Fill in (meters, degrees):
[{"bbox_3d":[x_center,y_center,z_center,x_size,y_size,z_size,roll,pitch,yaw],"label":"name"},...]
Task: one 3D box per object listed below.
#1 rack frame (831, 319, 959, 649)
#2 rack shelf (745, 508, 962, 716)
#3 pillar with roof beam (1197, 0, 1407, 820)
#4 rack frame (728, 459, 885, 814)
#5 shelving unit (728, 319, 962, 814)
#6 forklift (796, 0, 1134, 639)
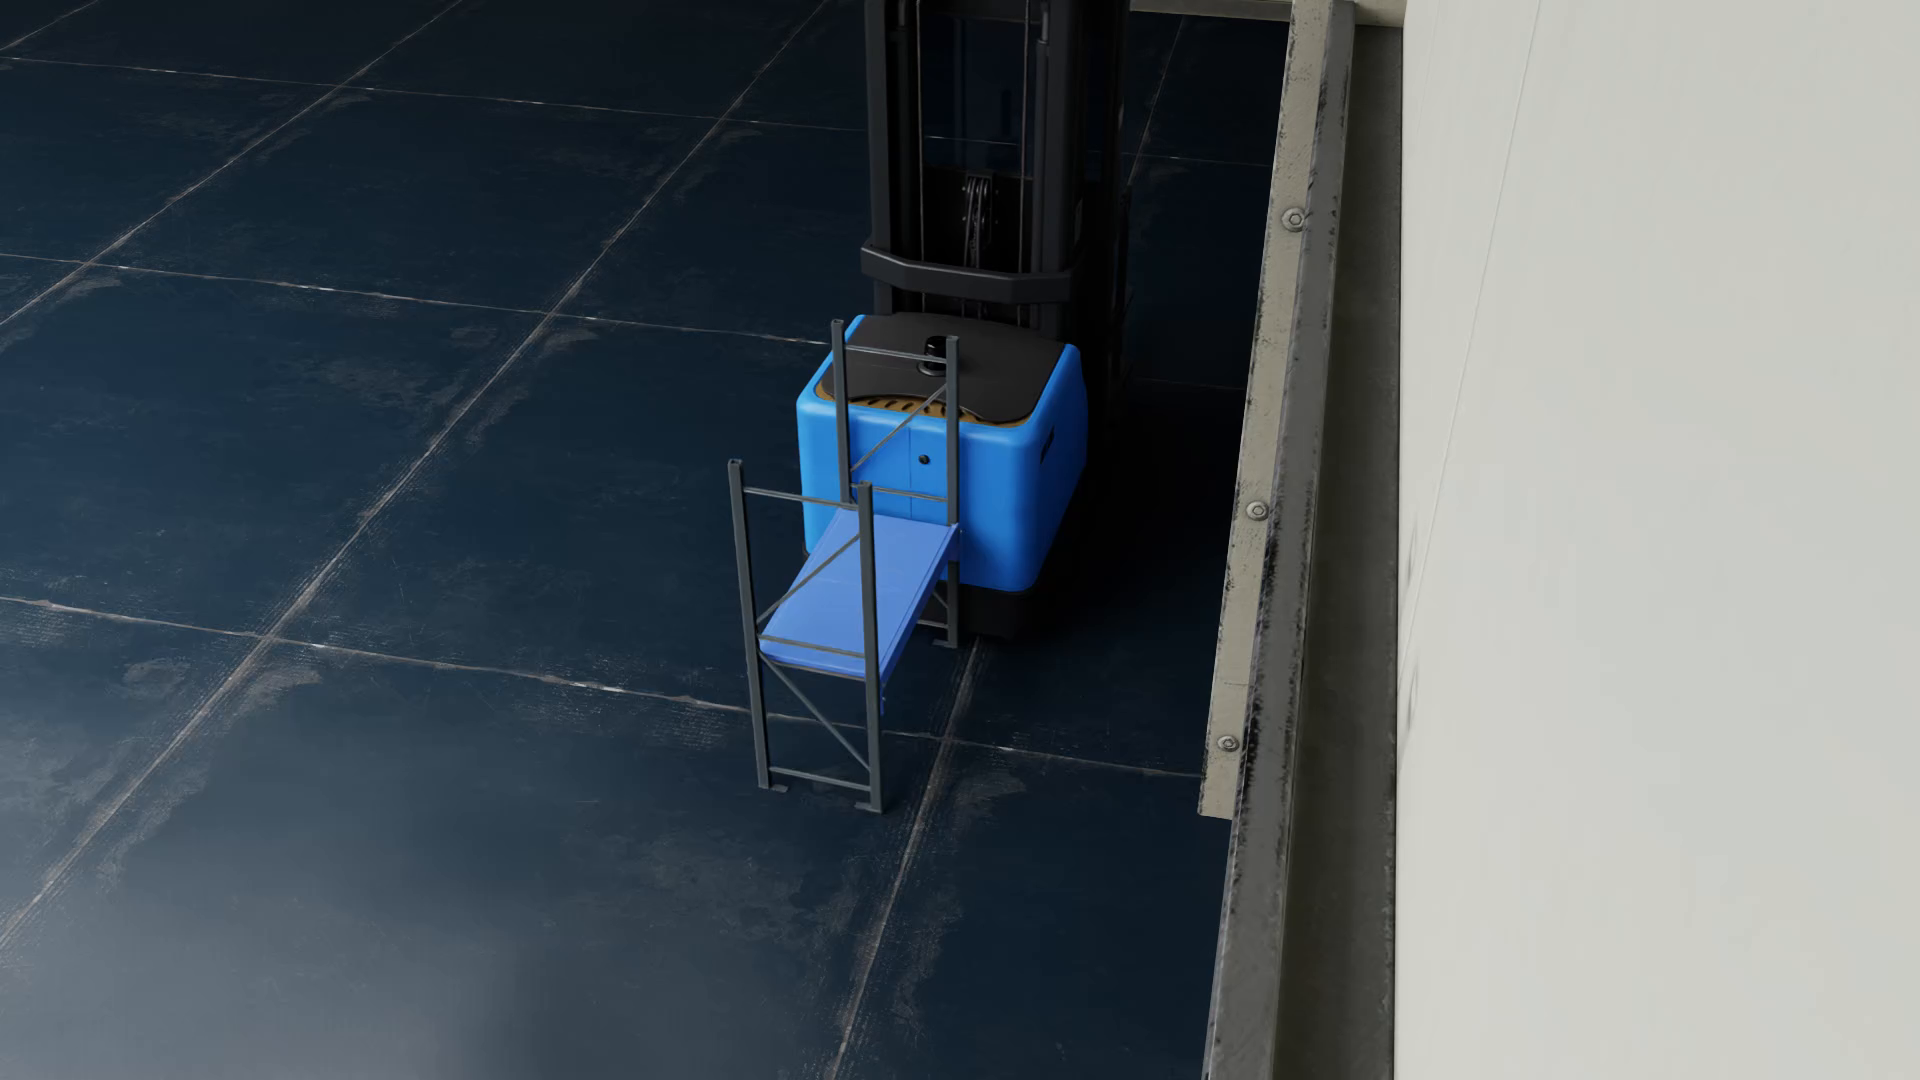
[{"bbox_3d":[-0.247,-0.189,6.733,0.500,1.500,0.032,10,37,13],"label":"rack frame"},{"bbox_3d":[-0.389,0.243,6.443,0.538,0.185,1.000,10,37,13],"label":"rack shelf"},{"bbox_3d":[-3.111,-3.237,4.548,9.100,9.000,0.400,7,37,10],"label":"pillar with roof beam"},{"bbox_3d":[-0.532,0.384,5.942,0.500,1.500,0.032,10,37,13],"label":"rack frame"},{"bbox_3d":[-0.389,0.097,6.338,0.538,1.500,1.048,10,37,13],"label":"shelving unit"},{"bbox_3d":[0.222,-1.633,7.505,1.130,2.935,3.031,10,37,13],"label":"forklift"}]
